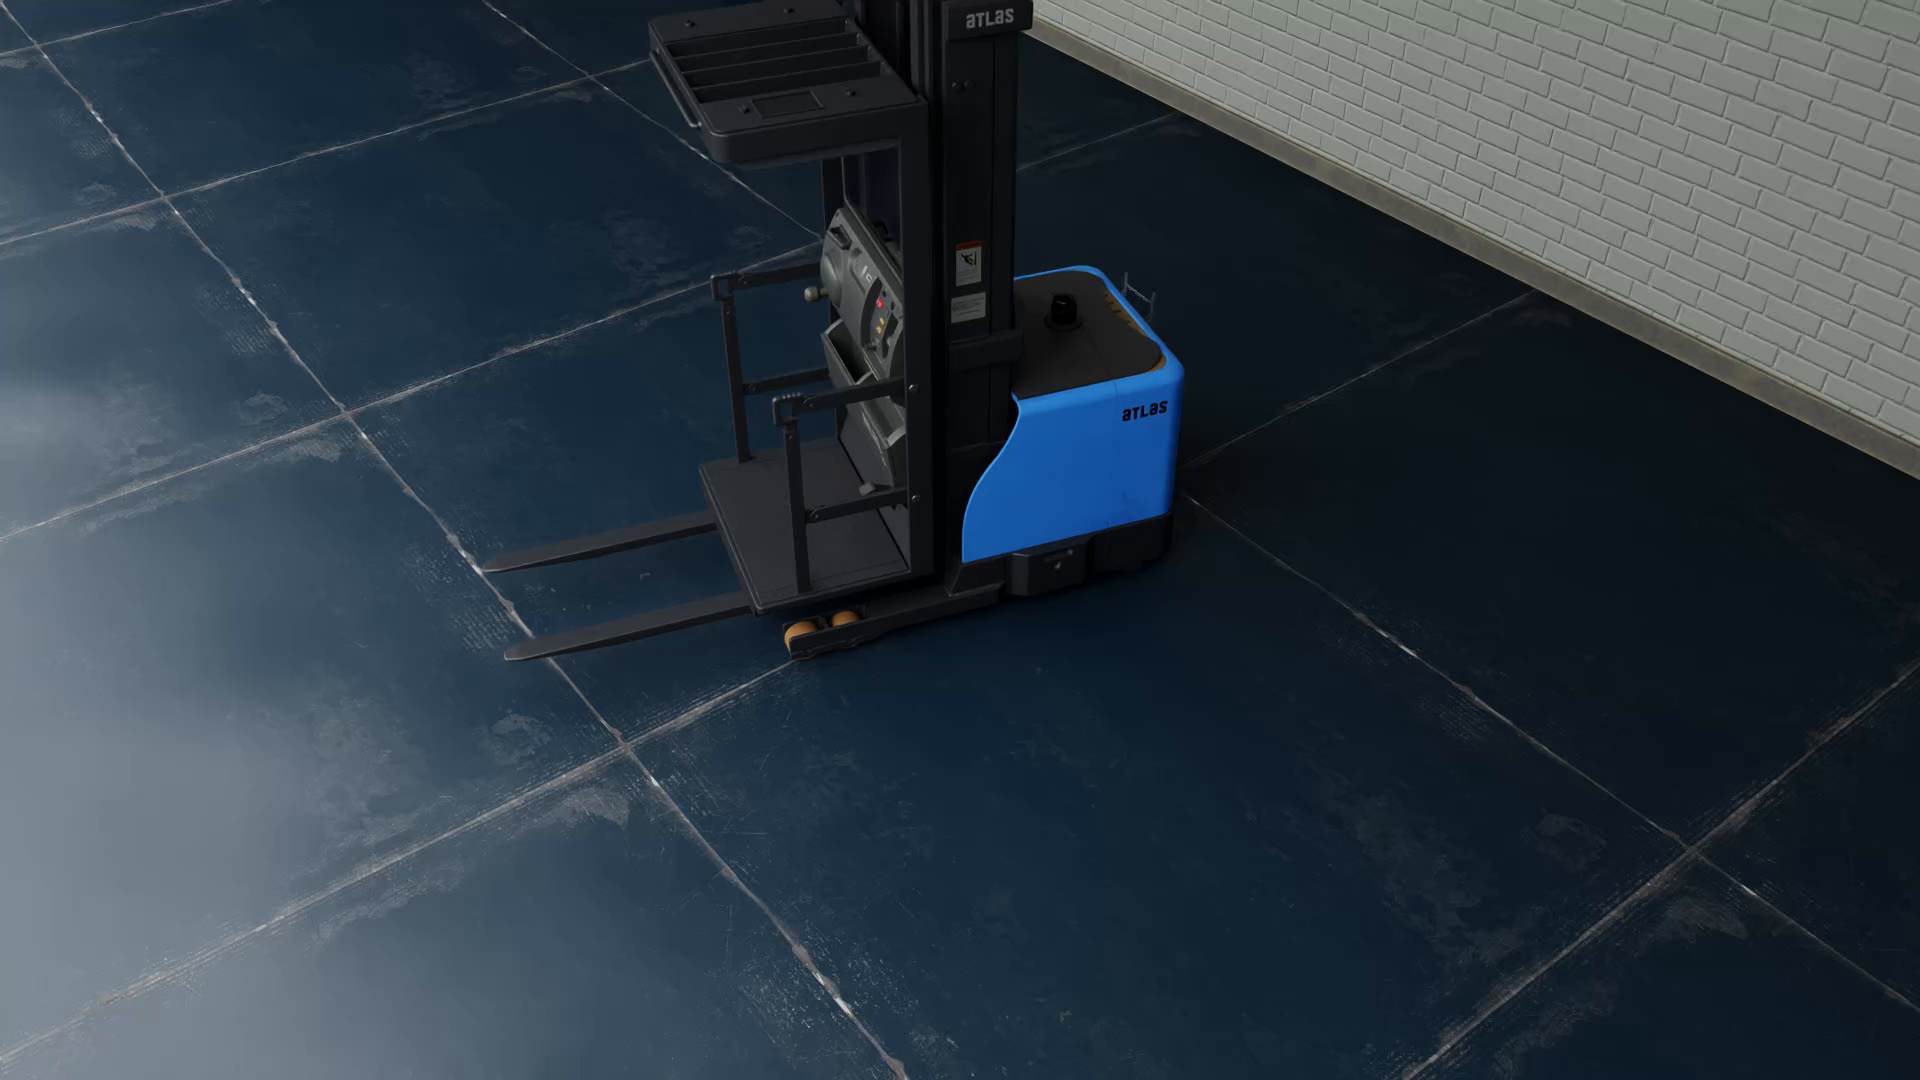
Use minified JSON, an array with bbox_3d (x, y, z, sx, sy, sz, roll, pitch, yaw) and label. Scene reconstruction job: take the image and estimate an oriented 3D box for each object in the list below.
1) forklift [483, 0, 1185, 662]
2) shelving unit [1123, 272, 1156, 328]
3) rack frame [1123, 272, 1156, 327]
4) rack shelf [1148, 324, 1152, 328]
[{"bbox_3d":[-0.590,-0.993,6.783,3.031,2.935,1.130,-13,41,-16],"label":"forklift"},{"bbox_3d":[0.773,-0.852,8.211,0.210,0.900,0.258,-21,44,-24],"label":"shelving unit"},{"bbox_3d":[0.860,-0.885,8.253,0.006,0.900,0.240,-21,44,-24],"label":"rack frame"},{"bbox_3d":[0.775,-1.036,8.062,0.200,0.077,0.258,-21,44,-24],"label":"rack shelf"}]
